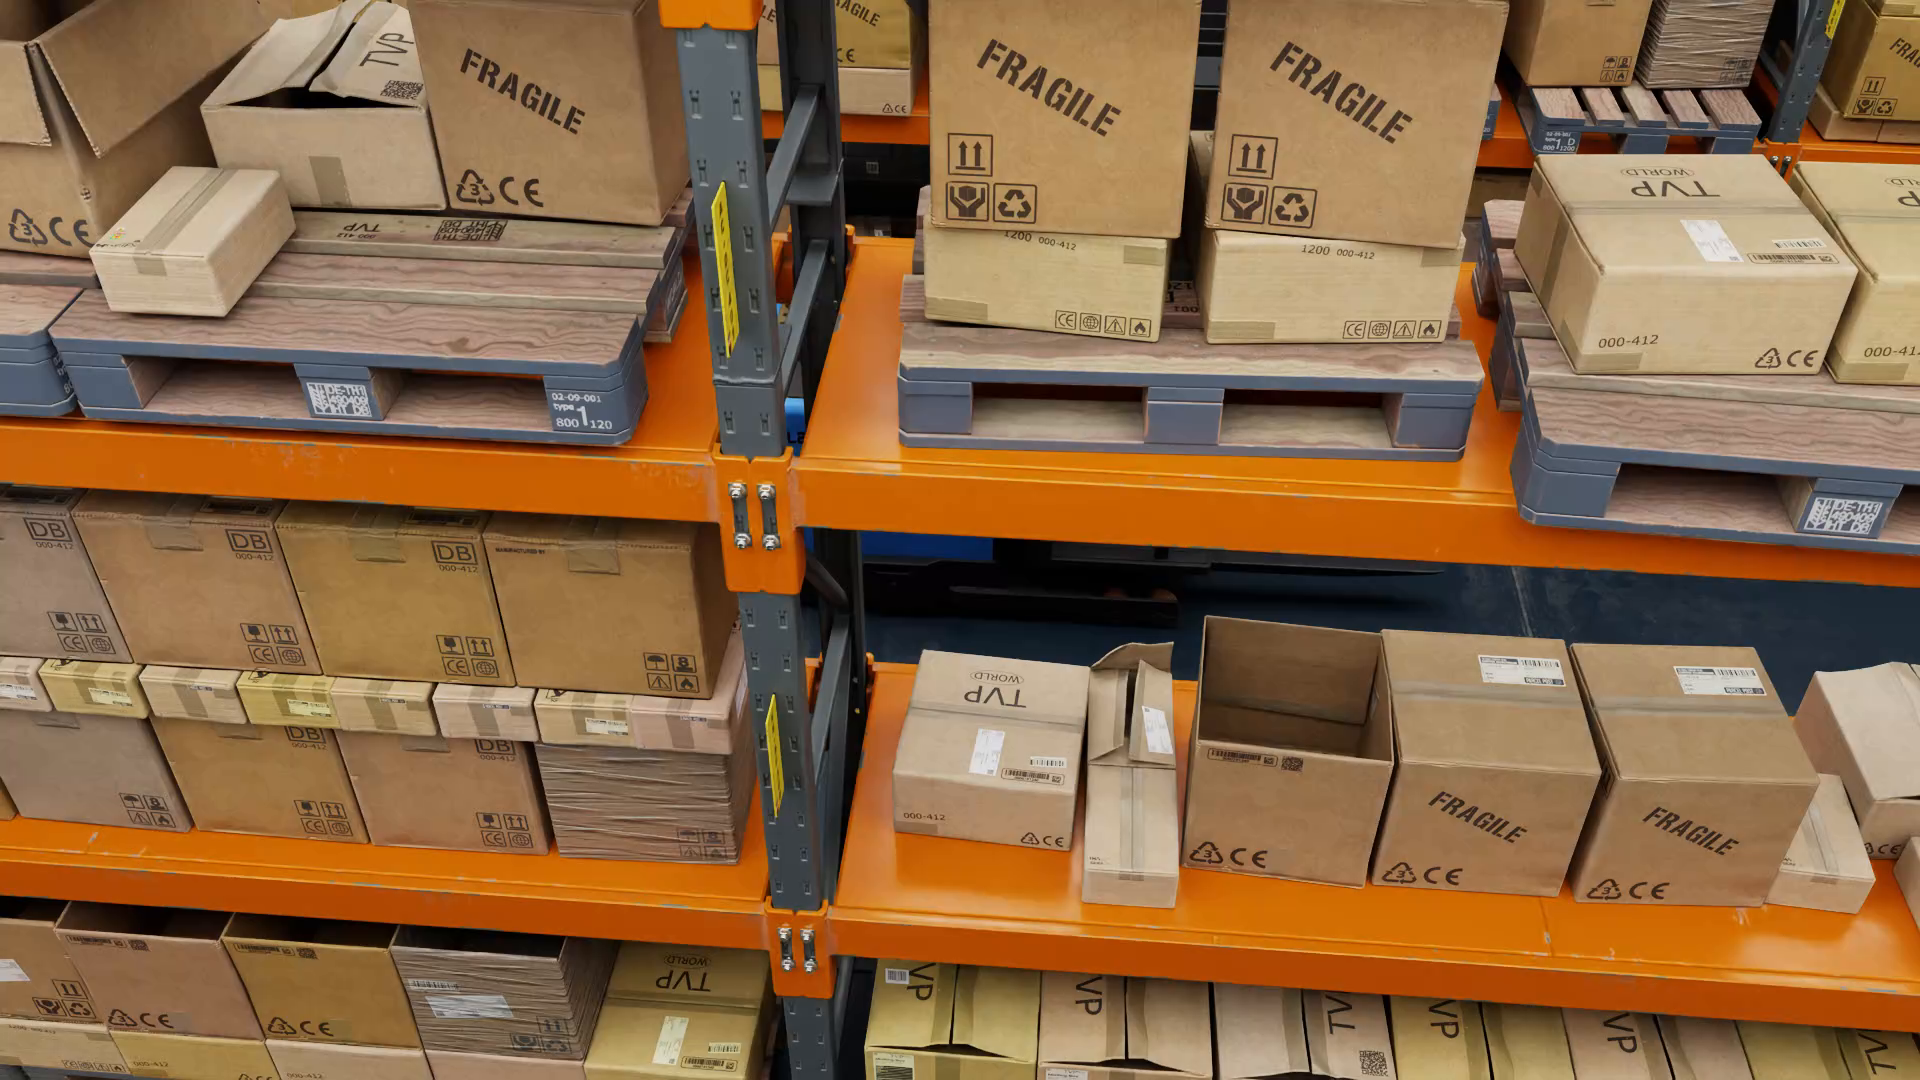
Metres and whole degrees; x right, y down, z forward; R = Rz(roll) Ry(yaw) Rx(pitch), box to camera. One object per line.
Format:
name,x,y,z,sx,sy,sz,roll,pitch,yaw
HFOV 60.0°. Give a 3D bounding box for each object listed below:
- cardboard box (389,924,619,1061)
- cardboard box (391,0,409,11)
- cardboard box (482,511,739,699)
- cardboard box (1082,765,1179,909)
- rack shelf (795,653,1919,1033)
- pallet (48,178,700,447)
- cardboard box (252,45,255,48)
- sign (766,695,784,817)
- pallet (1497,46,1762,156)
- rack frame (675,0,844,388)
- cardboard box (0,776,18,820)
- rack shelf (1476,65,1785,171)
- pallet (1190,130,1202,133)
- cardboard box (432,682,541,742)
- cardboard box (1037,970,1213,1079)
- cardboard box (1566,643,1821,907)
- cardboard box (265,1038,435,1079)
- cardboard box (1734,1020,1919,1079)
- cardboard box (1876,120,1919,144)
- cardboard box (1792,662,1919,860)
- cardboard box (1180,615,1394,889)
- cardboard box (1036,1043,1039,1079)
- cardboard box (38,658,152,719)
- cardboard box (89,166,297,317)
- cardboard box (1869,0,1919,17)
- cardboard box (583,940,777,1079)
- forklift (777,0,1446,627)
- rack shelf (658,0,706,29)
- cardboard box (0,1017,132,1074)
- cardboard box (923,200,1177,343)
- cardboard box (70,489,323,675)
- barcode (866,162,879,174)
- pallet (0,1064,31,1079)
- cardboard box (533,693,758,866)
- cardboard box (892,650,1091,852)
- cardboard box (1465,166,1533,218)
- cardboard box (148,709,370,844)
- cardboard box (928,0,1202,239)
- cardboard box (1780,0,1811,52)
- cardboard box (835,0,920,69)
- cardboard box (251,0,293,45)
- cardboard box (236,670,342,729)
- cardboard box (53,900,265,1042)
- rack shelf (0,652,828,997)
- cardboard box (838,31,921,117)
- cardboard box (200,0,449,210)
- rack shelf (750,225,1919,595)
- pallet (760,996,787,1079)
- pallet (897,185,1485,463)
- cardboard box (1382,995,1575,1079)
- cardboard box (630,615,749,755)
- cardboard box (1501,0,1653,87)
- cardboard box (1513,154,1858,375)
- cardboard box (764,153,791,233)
cardboard box,-1.375,1.228,5.117,0.500,0.500,0.500,3,39,4
cardboard box,-2.503,-2.756,8.269,0.500,0.500,0.500,2,39,2
cardboard box,-0.839,-0.025,4.298,0.500,0.500,0.700,3,39,4
cardboard box,0.468,0.811,4.576,0.250,0.149,0.380,3,39,4
rack shelf,1.596,0.925,4.807,4.000,0.370,1.077,3,39,4
pallet,-1.249,-0.622,3.832,1.213,0.211,1.003,3,39,4
cardboard box,-3.500,-2.520,8.572,0.500,0.250,0.500,2,39,3
sign,-0.443,0.520,3.987,0.005,0.325,0.100,3,39,4
pallet,3.293,-2.258,8.300,1.003,0.211,1.213,3,39,4
rack frame,-0.397,-1.789,2.820,0.127,3.000,1.000,3,39,4
cardboard box,-2.900,0.370,4.840,0.500,0.500,0.700,3,39,4
rack shelf,2.019,-2.191,8.635,4.000,0.370,1.077,3,39,4
pallet,0.776,-2.371,8.439,1.213,0.211,1.003,3,39,4
cardboard box,-1.194,0.339,4.364,0.250,0.149,0.380,2,39,3
cardboard box,0.492,1.433,5.015,0.500,0.311,0.500,3,39,3
cardboard box,1.915,0.635,4.514,0.500,0.500,0.500,1,39,1
cardboard box,-1.874,1.502,5.375,0.500,0.250,0.500,3,39,4
cardboard box,2.527,1.543,4.879,0.500,0.311,0.500,3,39,3
cardboard box,4.570,-2.088,8.122,0.250,0.149,0.380,4,39,4
cardboard box,2.714,0.619,4.684,0.500,0.311,0.500,3,39,3
cardboard box,0.892,0.579,4.583,0.500,0.500,0.500,6,40,7
cardboard box,0.493,1.647,5.196,0.500,0.250,0.500,4,39,5
cardboard box,-2.216,0.284,4.432,0.250,0.149,0.380,4,39,5
cardboard box,-1.622,-0.640,3.539,0.250,0.149,0.380,3,39,4
cardboard box,4.471,-2.625,7.674,0.500,0.250,0.500,4,39,5
cardboard box,-0.878,1.553,5.311,0.500,0.250,0.500,3,39,4
forklift,0.628,-1.108,6.789,3.031,2.935,1.130,3,39,3
rack shelf,-2.389,-1.464,3.307,4.000,0.370,1.077,3,39,4
cardboard box,-2.870,1.444,5.445,0.500,0.250,0.500,3,39,4
cardboard box,0.216,-0.691,3.633,0.500,0.250,0.500,7,40,8
cardboard box,-1.842,-0.079,4.364,0.500,0.500,0.700,3,39,4
barcode,-0.490,-2.084,9.312,0.075,0.075,0.001,3,39,4
pallet,-3.616,1.416,5.843,1.213,0.211,1.003,3,39,4
cardboard box,-0.839,0.478,4.707,0.500,0.500,0.700,2,39,3
cardboard box,0.097,0.595,4.762,0.500,0.250,0.500,5,39,7
cardboard box,2.728,-1.929,8.782,0.500,0.250,0.500,4,39,5
cardboard box,-1.865,0.424,4.774,0.500,0.500,0.700,4,39,5
cardboard box,0.214,-0.963,3.373,0.500,0.500,0.500,4,39,4
cardboard box,4.505,-2.663,8.314,0.500,0.500,0.500,3,39,4
cardboard box,-0.471,-2.650,8.139,0.500,0.500,0.500,3,39,4
cardboard box,-3.509,-2.822,8.349,0.500,0.500,0.500,3,39,4
cardboard box,-1.700,0.310,4.400,0.250,0.149,0.380,3,39,4
cardboard box,-2.373,1.185,5.170,0.500,0.500,0.500,3,39,4
rack shelf,-2.389,0.707,5.075,4.000,0.370,1.077,3,39,4
cardboard box,-0.471,-2.363,8.380,0.500,0.250,0.500,3,39,4
cardboard box,-1.414,-1.031,3.892,0.500,0.311,0.500,1,39,1
rack shelf,1.596,-0.238,3.860,4.000,0.370,1.077,3,39,4
pallet,-1.186,1.549,5.680,1.213,0.211,1.003,3,39,4
pallet,0.483,-0.512,3.778,1.217,0.209,0.805,2,39,2
cardboard box,1.525,1.485,4.950,0.500,0.311,0.500,4,39,5
cardboard box,-0.686,0.367,4.330,0.250,0.149,0.380,3,39,4
cardboard box,2.984,-2.603,8.144,0.500,0.500,0.700,0,39,0
cardboard box,1.503,-0.588,3.506,0.500,0.250,0.500,0,39,0
cardboard box,-1.011,-1.811,9.230,0.500,0.500,0.500,0,39,0
